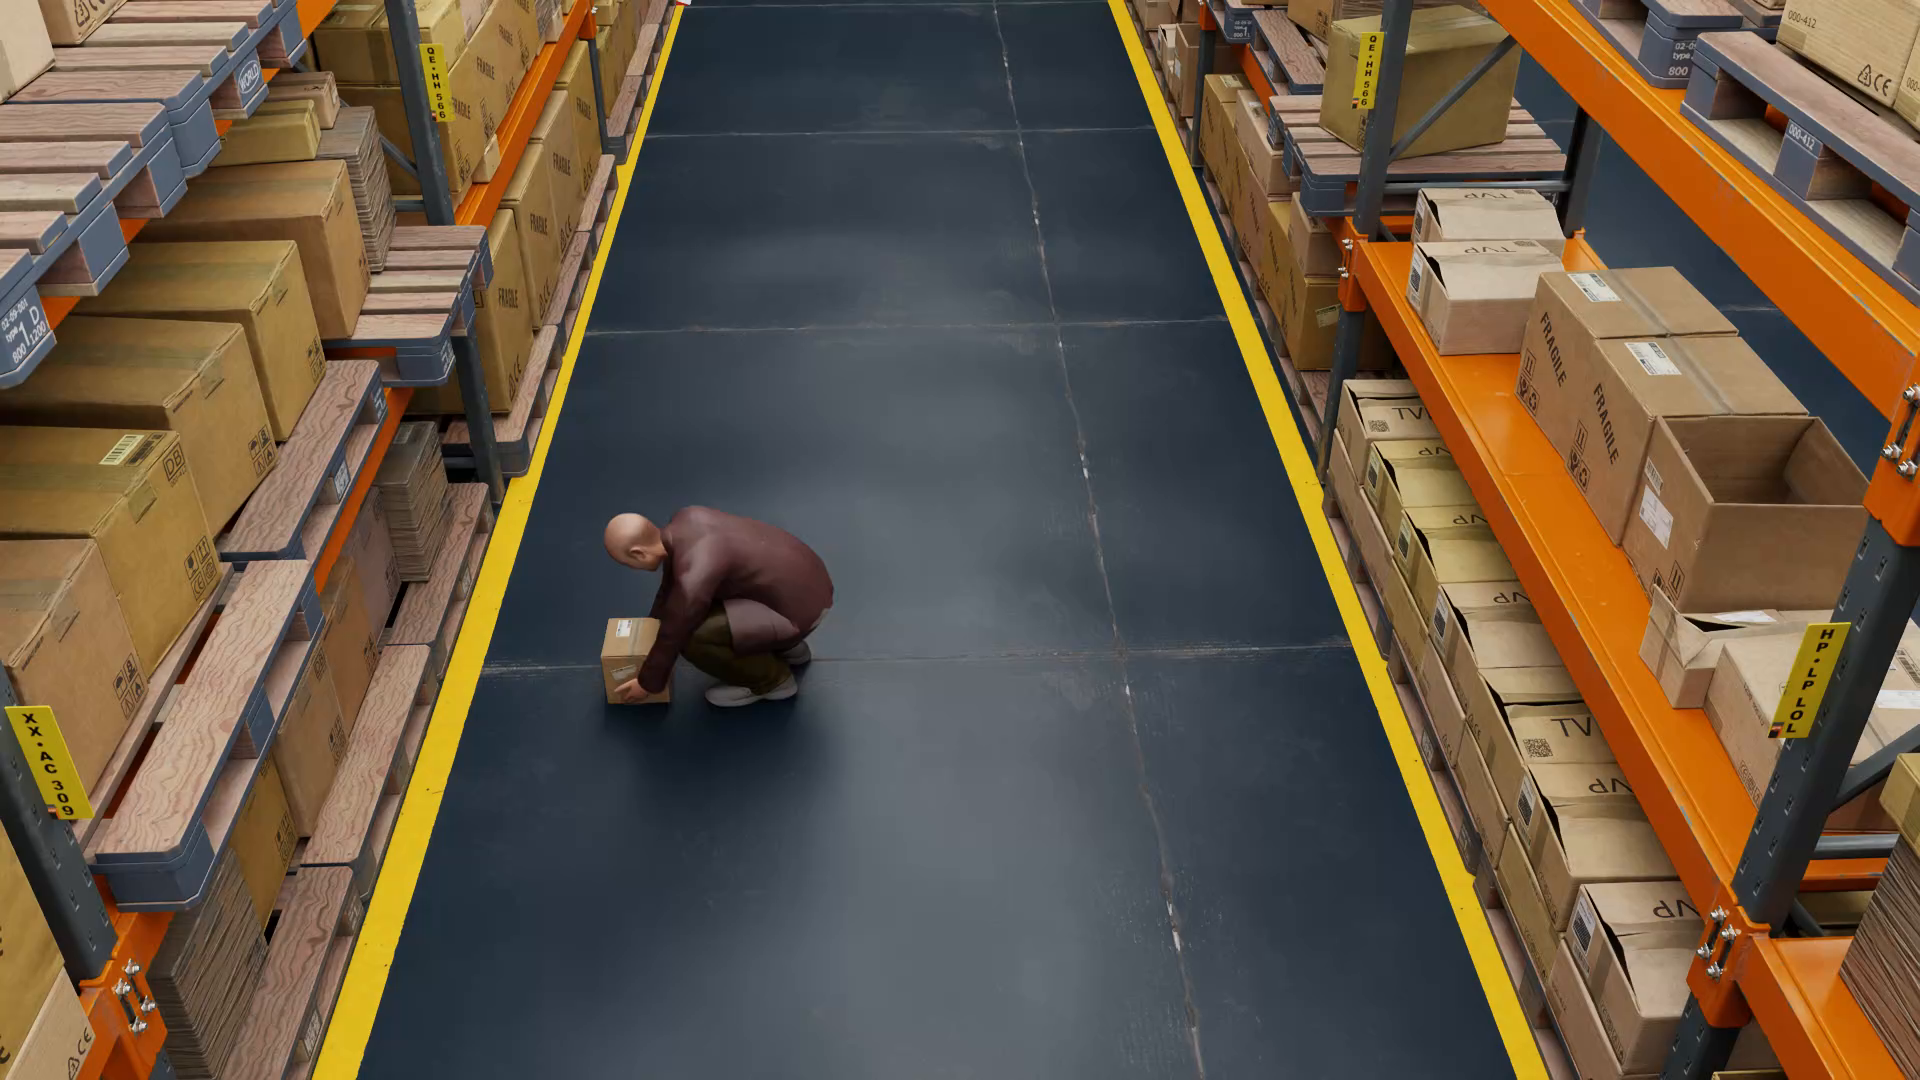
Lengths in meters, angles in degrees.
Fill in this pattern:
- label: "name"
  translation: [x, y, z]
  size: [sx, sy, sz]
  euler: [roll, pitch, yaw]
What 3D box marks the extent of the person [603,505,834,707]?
- label: "person"
  translation: [-0.953, 0.260, 6.650]
  size: [0.896, 0.823, 0.599]
  euler: [-1, 35, -2]
